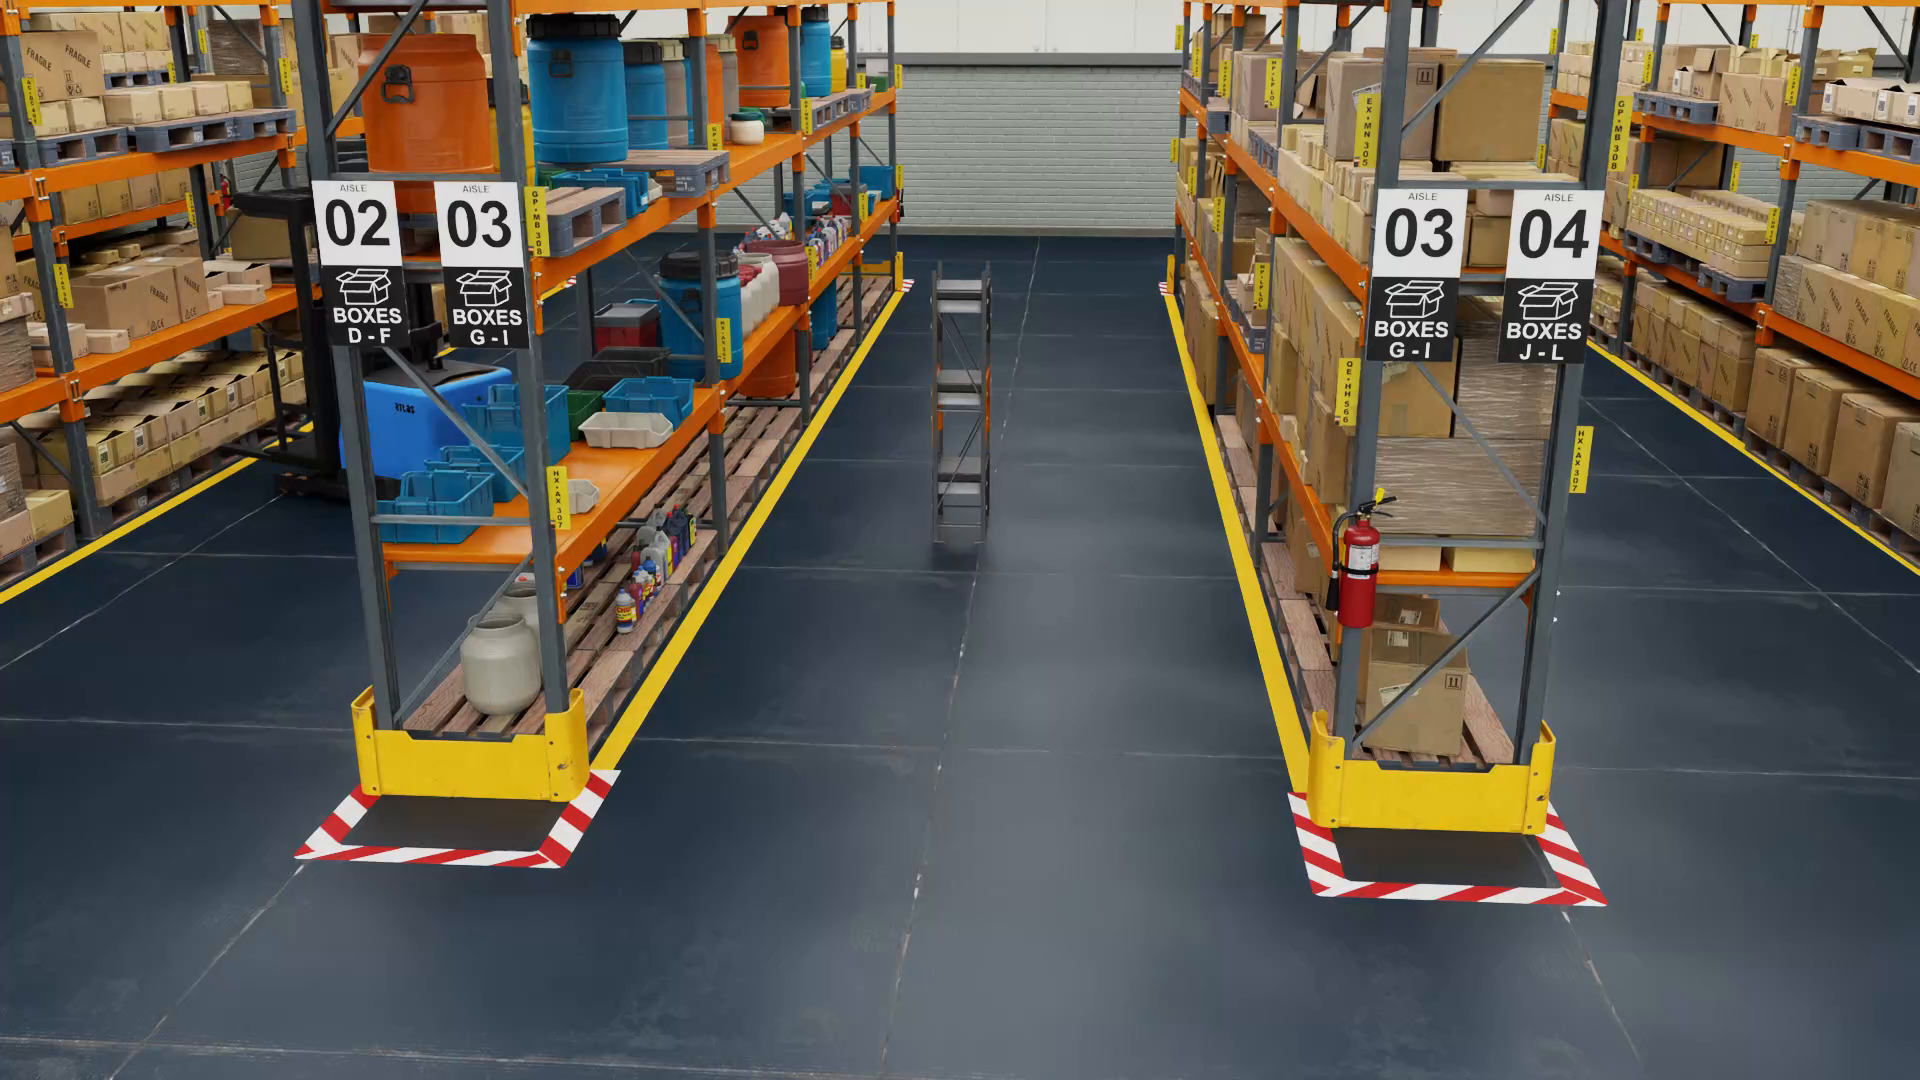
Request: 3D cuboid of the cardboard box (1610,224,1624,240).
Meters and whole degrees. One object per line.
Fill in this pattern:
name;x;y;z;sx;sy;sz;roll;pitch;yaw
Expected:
cardboard box;7.885;-3.623;19.566;0.380;0.149;0.250;1;18;2

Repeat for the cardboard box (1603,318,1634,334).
cardboard box;7.877;-2.540;19.762;0.380;0.149;0.250;2;18;5

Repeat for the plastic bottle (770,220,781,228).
plastic bottle;-2.131;-3.511;19.019;0.152;0.276;0.135;1;18;4

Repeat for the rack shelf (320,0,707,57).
rack shelf;-2.408;-3.032;9.521;1.077;0.370;4.000;1;18;4

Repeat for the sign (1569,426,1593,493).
sign;2.930;-0.380;7.876;0.100;0.325;0.005;1;18;4

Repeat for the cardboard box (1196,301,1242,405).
cardboard box;3.032;-1.869;16.549;1.225;0.875;0.875;0;18;1

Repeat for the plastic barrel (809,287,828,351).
plastic barrel;-1.798;-2.633;18.835;0.600;0.901;0.708;1;18;4

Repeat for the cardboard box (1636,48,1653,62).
cardboard box;7.947;-5.533;18.972;0.380;0.149;0.250;2;18;5

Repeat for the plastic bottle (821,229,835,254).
plastic bottle;-1.469;-3.318;18.432;0.152;0.276;0.135;1;18;4

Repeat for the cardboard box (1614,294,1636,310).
cardboard box;7.954;-2.810;19.629;0.380;0.149;0.250;2;18;5

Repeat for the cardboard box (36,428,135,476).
cardboard box;-6.927;-0.728;13.168;0.500;0.311;0.500;1;18;4

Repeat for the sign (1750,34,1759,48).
sign;8.742;-5.413;18.345;0.100;0.325;0.005;1;18;4

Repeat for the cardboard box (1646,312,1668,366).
cardboard box;7.835;-2.190;18.128;0.500;0.500;0.500;2;18;6

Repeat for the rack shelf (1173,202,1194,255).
rack shelf;3.392;-3.987;21.430;1.077;0.370;4.000;1;18;4

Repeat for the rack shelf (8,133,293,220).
rack shelf;-7.062;-3.150;14.059;1.077;0.370;4.000;1;18;4

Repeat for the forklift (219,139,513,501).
forklift;-5.245;-1.899;14.012;3.031;2.935;1.130;10;21;28

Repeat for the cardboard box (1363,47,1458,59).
cardboard box;2.897;-2.930;10.789;0.500;0.500;0.500;1;18;2

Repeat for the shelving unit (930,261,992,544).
shelving unit;0.012;-1.049;12.753;0.431;2.100;0.503;1;18;4

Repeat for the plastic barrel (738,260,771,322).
plastic barrel;-1.869;-2.174;14.562;0.421;0.512;0.421;0;18;0

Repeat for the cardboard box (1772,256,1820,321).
cardboard box;7.600;-2.238;14.774;0.500;0.500;0.500;1;18;5

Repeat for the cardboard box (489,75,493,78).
cardboard box;-6.241;-5.896;21.523;0.500;0.250;0.500;1;18;4

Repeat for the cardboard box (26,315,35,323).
cardboard box;-7.326;-1.659;13.385;0.396;0.266;0.258;1;18;3

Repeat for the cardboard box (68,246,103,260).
cardboard box;-11.572;-3.795;21.985;0.380;0.149;0.250;1;18;2

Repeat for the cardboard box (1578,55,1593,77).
cardboard box;8.100;-5.951;20.887;0.500;0.250;0.500;1;18;5

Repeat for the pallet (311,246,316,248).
pallet;-6.784;-3.201;18.183;1.003;0.211;1.213;1;18;4

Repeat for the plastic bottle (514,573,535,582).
plastic bottle;-2.812;0.336;10.749;0.152;0.276;0.135;1;18;4

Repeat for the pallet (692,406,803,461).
pallet;-2.073;-1.011;15.671;1.003;0.211;1.213;1;18;4

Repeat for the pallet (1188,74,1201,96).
pallet;3.408;-5.723;20.897;1.003;0.211;1.213;1;18;4

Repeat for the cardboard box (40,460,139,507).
cardboard box;-6.929;-0.458;13.246;0.500;0.250;0.500;1;18;3

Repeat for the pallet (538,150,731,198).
pallet;-2.219;-2.443;11.049;1.213;0.211;1.003;1;18;4

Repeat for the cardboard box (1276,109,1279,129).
cardboard box;2.710;-3.322;13.127;0.380;0.166;0.250;1;18;2

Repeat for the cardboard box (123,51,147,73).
cardboard box;-11.143;-6.327;22.002;0.500;0.250;0.500;1;18;2

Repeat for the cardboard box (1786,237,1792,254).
cardboard box;8.170;-2.858;16.079;0.380;0.149;0.250;1;18;2

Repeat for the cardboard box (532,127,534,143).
cardboard box;-6.138;-5.394;22.801;0.500;0.500;0.500;2;18;5

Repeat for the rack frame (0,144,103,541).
rack frame;-7.205;-1.446;12.518;1.000;3.000;0.127;1;18;4

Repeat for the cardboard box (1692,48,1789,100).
cardboard box;7.947;-4.763;16.985;0.797;0.503;0.637;1;18;3

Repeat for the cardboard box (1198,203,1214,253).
cardboard box;2.931;-3.462;18.511;0.500;0.500;0.500;1;18;4

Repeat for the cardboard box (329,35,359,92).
cardboard box;-6.834;-5.081;17.800;0.600;0.600;0.600;1;18;2

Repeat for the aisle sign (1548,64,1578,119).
aisle sign;8.181;-6.073;22.465;0.394;0.787;0.004;1;18;4

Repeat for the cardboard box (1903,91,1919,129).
cardboard box;7.521;-3.261;12.548;0.500;0.311;0.500;1;18;2

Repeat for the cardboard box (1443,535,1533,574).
cardboard box;2.647;0.055;8.341;0.380;0.149;0.250;1;18;4

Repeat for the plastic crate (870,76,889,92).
plastic crate;-1.191;-6.073;22.163;0.450;0.188;0.336;1;18;4

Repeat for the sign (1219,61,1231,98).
sign;2.409;-4.189;15.116;0.100;0.325;0.005;1;18;4

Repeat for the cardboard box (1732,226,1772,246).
cardboard box;7.480;-2.849;15.574;0.380;0.149;0.250;1;18;2

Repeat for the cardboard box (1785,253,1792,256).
cardboard box;8.173;-2.705;16.091;0.380;0.149;0.250;2;18;7

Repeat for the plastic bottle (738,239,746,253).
plastic bottle;-2.293;-3.011;17.482;0.061;0.283;0.133;1;18;4

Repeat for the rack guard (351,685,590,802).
rack guard;-2.593;1.072;8.850;1.175;0.500;0.348;1;18;4

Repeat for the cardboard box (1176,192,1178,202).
cardboard box;3.181;-4.728;22.939;0.380;0.149;0.250;1;18;5

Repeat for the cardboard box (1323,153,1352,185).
cardboard box;2.198;-2.022;9.059;0.380;0.149;0.250;0;18;1

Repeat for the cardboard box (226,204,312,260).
cardboard box;-6.986;-3.133;16.833;0.700;0.500;0.500;-5;19;-15

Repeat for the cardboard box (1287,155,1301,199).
cardboard box;2.354;-2.279;10.485;0.500;0.250;0.500;1;18;3

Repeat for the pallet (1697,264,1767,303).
pallet;7.847;-2.456;15.910;1.213;0.211;1.003;1;18;4

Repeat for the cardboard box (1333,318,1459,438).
cardboard box;2.181;-0.821;8.369;0.500;0.500;0.500;1;18;4

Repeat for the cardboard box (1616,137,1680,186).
cardboard box;7.953;-4.382;19.235;0.500;0.500;0.500;1;18;2

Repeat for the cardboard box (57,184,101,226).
cardboard box;-11.518;-4.350;20.901;0.980;0.700;0.700;2;18;5

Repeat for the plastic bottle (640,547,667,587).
plastic bottle;-2.076;0.168;11.261;0.152;0.276;0.135;2;18;5

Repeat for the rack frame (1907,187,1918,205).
rack frame;13.420;-4.729;22.538;1.000;3.000;0.127;1;18;4

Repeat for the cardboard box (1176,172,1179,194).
cardboard box;3.232;-4.877;22.754;0.500;0.250;0.500;1;18;2

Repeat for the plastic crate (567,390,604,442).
plastic crate;-2.644;-0.818;10.942;0.450;0.188;0.662;1;18;4

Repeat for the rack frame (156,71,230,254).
rack frame;-11.286;-5.282;24.226;1.000;3.000;0.127;1;18;4
